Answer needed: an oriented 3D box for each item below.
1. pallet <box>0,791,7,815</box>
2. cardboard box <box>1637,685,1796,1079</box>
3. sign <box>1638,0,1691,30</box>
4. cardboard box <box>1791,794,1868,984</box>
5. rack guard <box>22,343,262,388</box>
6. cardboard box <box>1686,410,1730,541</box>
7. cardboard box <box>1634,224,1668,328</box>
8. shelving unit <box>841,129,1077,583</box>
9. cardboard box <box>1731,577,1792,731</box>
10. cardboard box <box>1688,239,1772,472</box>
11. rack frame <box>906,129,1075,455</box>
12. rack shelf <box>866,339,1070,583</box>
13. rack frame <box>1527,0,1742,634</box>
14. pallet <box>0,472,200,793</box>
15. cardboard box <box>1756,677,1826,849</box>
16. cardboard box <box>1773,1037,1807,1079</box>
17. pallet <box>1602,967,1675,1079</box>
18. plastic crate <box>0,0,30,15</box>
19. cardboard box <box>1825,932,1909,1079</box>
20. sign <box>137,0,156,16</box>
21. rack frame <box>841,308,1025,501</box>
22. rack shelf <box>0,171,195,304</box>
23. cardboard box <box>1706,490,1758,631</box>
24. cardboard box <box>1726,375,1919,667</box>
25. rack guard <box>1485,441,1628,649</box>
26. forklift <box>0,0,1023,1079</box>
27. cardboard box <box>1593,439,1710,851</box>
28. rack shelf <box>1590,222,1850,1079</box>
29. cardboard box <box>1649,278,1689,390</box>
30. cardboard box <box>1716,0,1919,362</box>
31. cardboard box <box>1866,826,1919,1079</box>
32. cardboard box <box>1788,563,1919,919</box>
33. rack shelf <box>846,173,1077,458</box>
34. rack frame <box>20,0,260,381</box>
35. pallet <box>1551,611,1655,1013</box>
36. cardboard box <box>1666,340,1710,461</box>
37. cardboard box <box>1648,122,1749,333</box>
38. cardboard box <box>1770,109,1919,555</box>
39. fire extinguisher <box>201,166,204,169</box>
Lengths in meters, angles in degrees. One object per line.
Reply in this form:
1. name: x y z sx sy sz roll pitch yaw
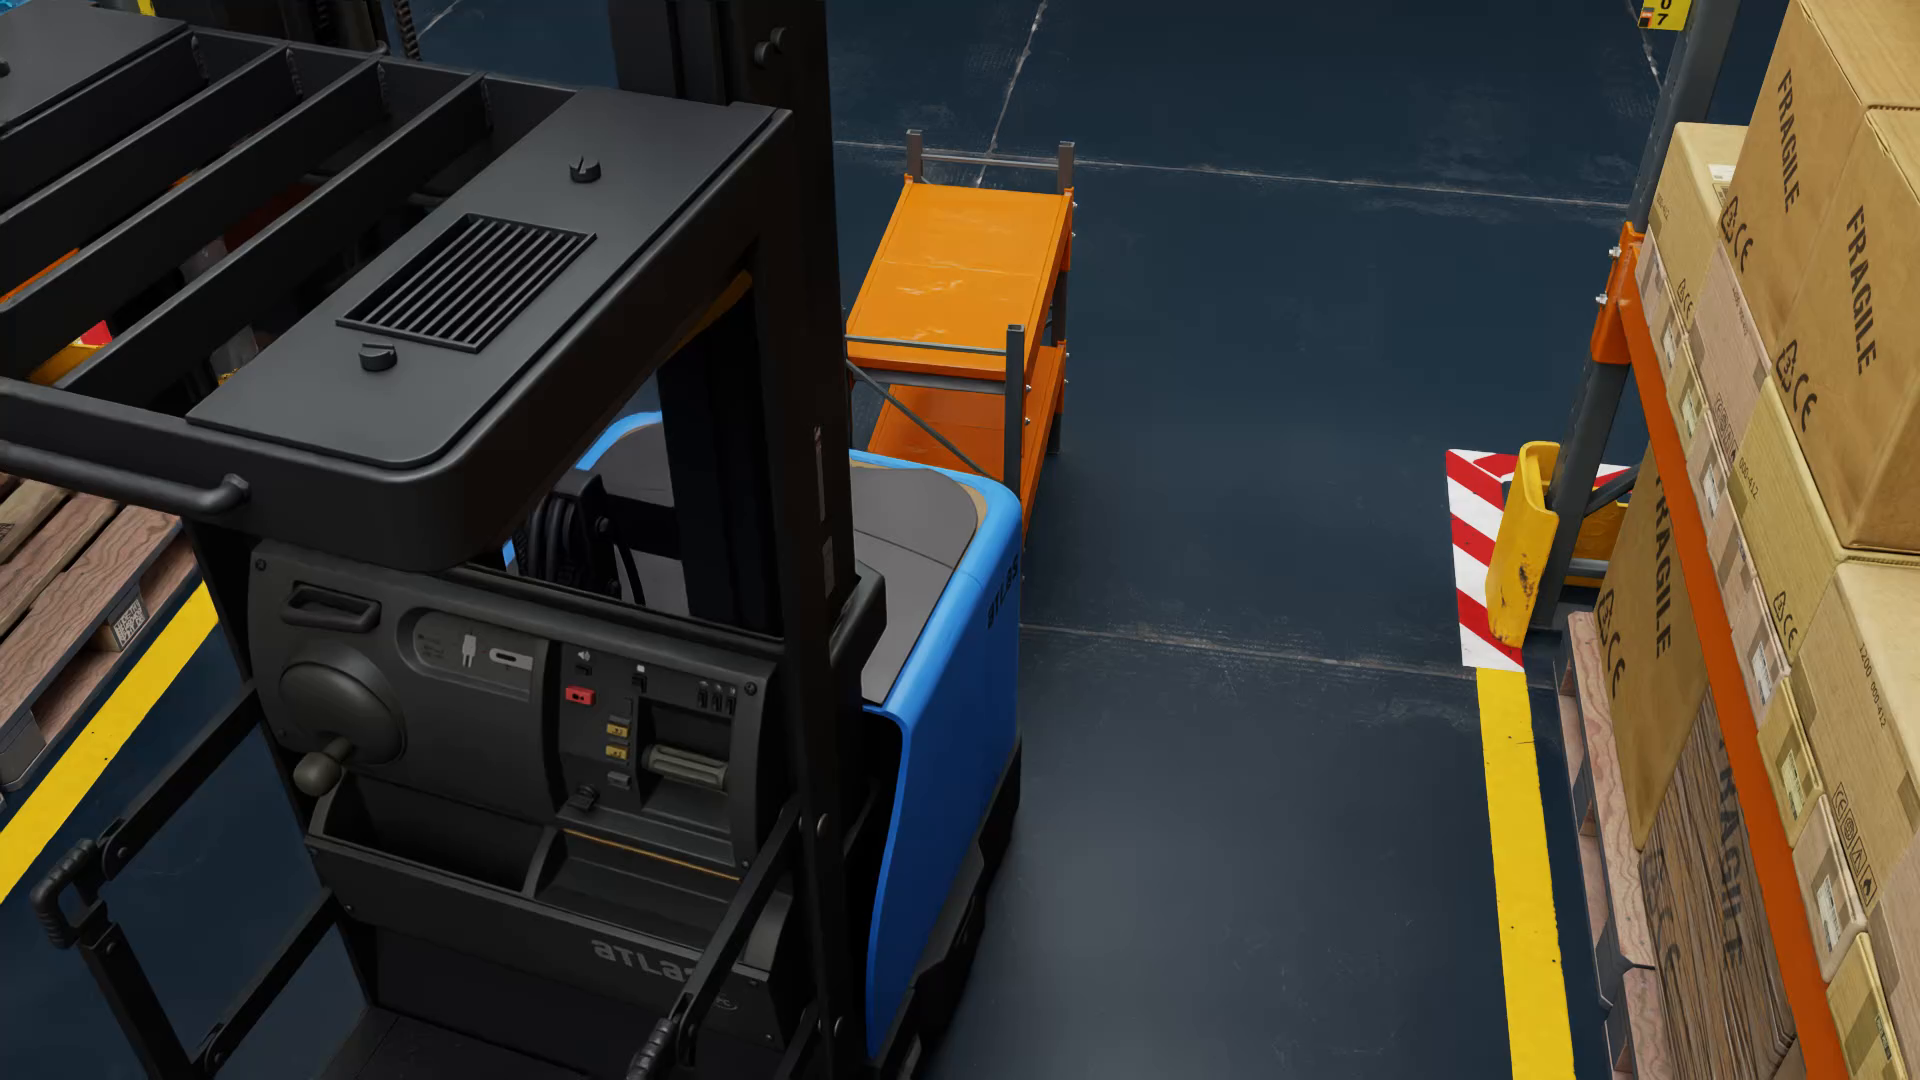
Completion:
1. pallet: -3.112 0.929 3.961 1.003 0.211 1.213 6 40 8
2. cardboard box: 1.971 0.763 3.312 0.875 0.875 0.875 6 40 8
3. sign: 1.615 -1.305 3.733 0.100 0.325 0.005 6 40 8
4. cardboard box: 1.466 0.537 2.443 0.380 0.149 0.250 7 40 8
5. rack guard: -2.726 -0.475 5.433 1.175 0.500 0.348 6 40 8
6. cardboard box: 1.643 -0.107 3.223 0.380 0.149 0.250 6 40 7
7. cardboard box: 1.774 -0.593 3.810 0.380 0.149 0.250 7 40 8
8. shelving unit: 0.001 -0.438 4.897 0.538 1.125 1.048 6 40 8
9. cardboard box: 1.554 0.214 2.834 0.380 0.149 0.250 6 40 7
10. cardboard box: 1.728 -0.334 3.185 0.500 0.250 0.500 6 40 7
11. rack frame: 0.089 -0.757 5.283 0.500 1.125 0.032 6 40 8
12. rack shelf: 0.001 -0.249 5.053 0.538 0.278 1.000 6 40 8
13. rack frame: 2.161 -0.876 3.956 1.000 3.000 0.127 6 40 8
14. pallet: -2.899 0.166 4.884 1.003 0.211 1.213 6 40 8
15. cardboard box: 1.509 0.373 2.642 0.380 0.149 0.250 5 40 7
16. cardboard box: 1.817 1.321 2.636 0.875 0.875 0.875 6 40 8
17. pallet: 1.886 1.472 3.303 1.003 0.211 1.213 6 40 8
18. plastic crate: -2.592 -1.228 4.307 0.616 0.435 0.499 6 40 8
19. cardboard box: 1.421 0.697 2.250 0.380 0.149 0.250 6 40 7
20. sign: -2.173 -1.435 4.503 0.100 0.325 0.005 6 40 8
21. rack frame: -0.087 -0.119 4.511 0.500 1.125 0.032 6 40 8
22. rack shelf: -3.064 0.110 3.327 1.077 0.370 4.000 6 40 8
23. cardboard box: 1.598 0.052 3.030 0.380 0.149 0.250 6 40 7
24. cardboard box: 1.638 -0.020 2.804 0.500 0.250 0.500 5 40 6
25. rack guard: 2.165 0.072 4.770 1.175 0.500 0.348 6 40 8
26. forklift: -0.808 0.357 2.518 1.130 2.935 3.031 12 41 15
27. cardboard box: 2.129 0.191 4.002 0.875 0.875 0.875 6 40 8
28. rack shelf: 1.815 0.656 2.667 1.077 0.370 4.000 6 40 8
29. cardboard box: 1.731 -0.432 3.615 0.380 0.149 0.250 6 40 7
30. cardboard box: 1.725 -0.637 2.962 0.500 0.500 0.500 5 40 7
31. cardboard box: 1.462 0.626 2.023 0.500 0.250 0.500 7 40 9
32. cardboard box: 1.553 0.308 2.407 0.500 0.250 0.500 6 40 7
33. rack shelf: 0.001 -0.663 4.710 0.538 0.278 1.000 6 40 8
34. rack frame: -2.718 -1.422 4.616 1.000 3.000 0.127 6 40 8
35. pallet: 2.099 0.709 4.227 1.003 0.211 1.213 6 40 8
36. cardboard box: 1.687 -0.271 3.421 0.380 0.149 0.250 6 40 7
37. cardboard box: 1.812 -0.661 3.580 0.500 0.250 0.500 5 40 6
38. cardboard box: 1.641 -0.311 2.568 0.500 0.500 0.500 5 40 6
39. fire extinguisher: -2.244 -1.293 4.813 0.296 0.674 0.183 6 40 8
